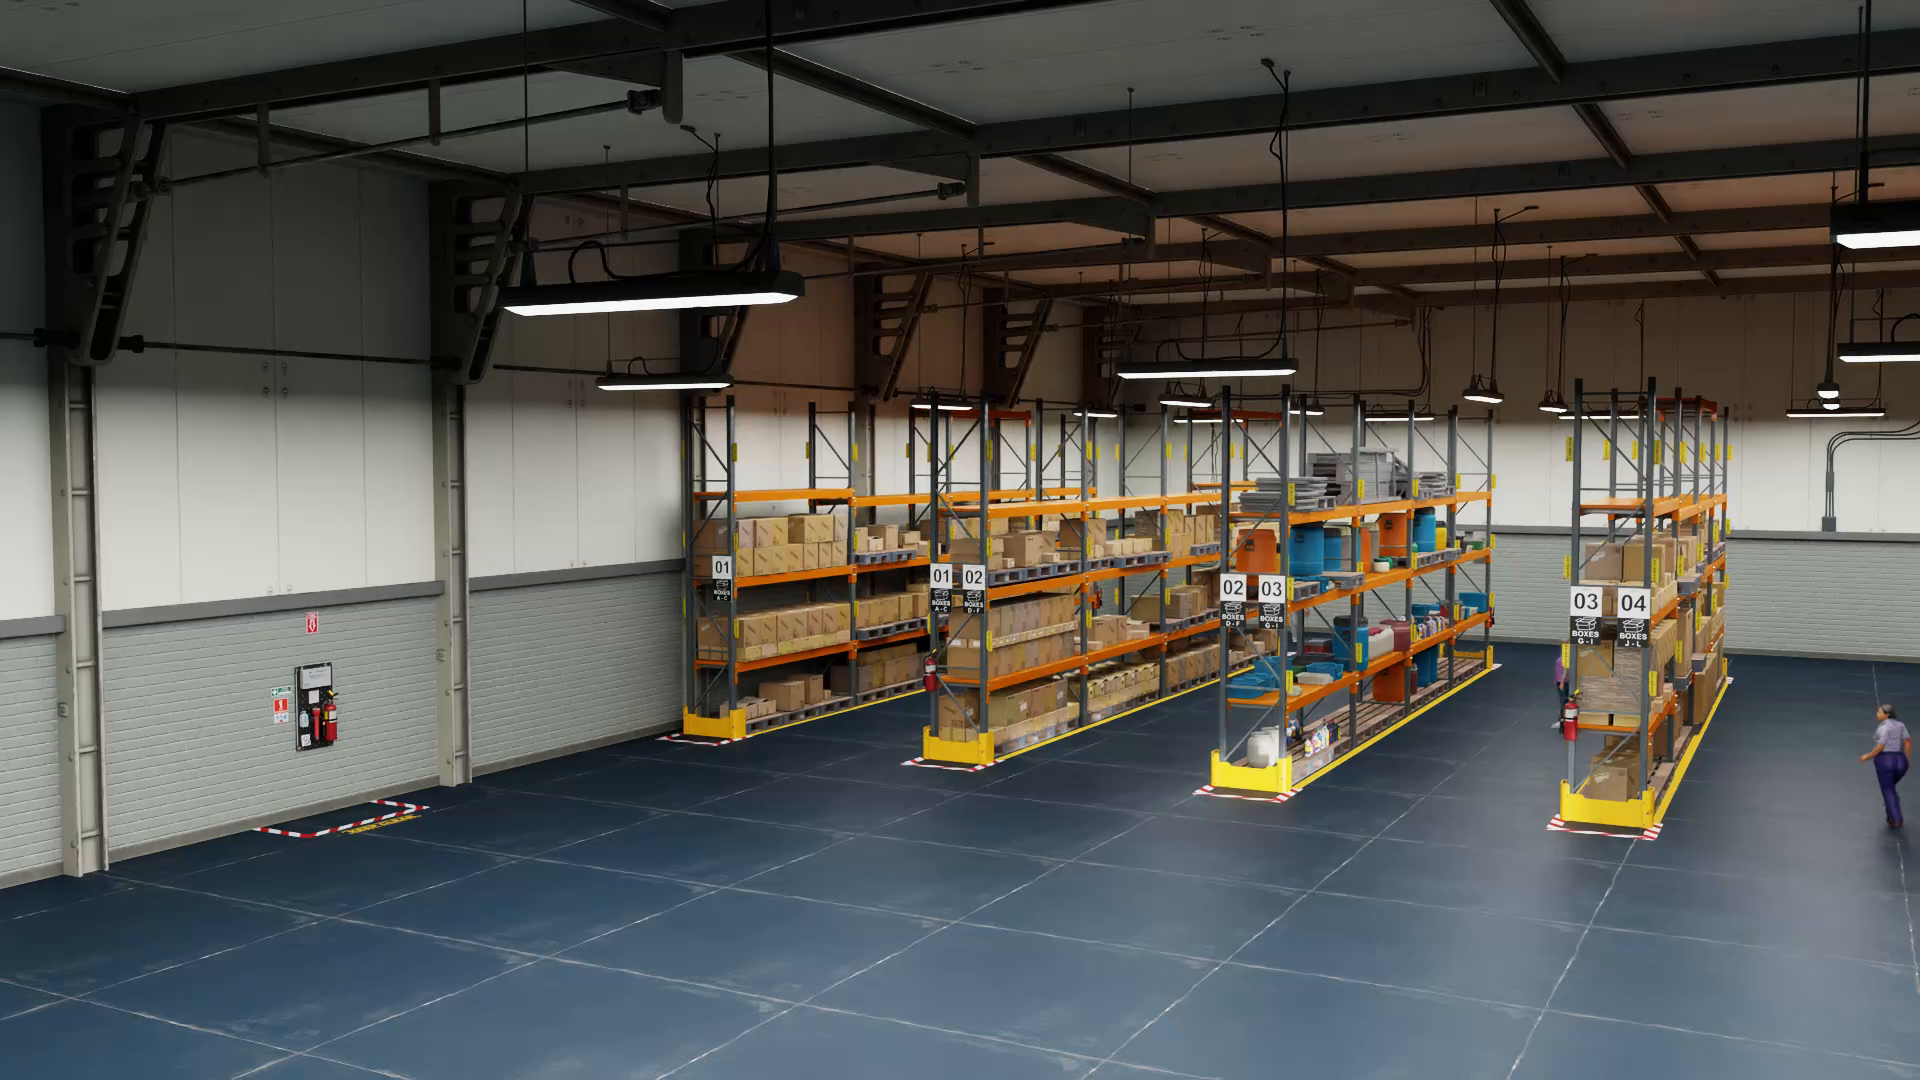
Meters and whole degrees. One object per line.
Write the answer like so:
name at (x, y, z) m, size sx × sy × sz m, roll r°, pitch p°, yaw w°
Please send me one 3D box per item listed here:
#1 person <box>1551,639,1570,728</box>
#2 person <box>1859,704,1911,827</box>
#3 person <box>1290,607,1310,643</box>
person at (11.018, 2.616, 30.390) m, size 0.484 × 1.616 × 0.429 m, roll 0°, pitch 3°, yaw -3°
person at (12.518, 3.064, 22.338) m, size 0.601 × 1.711 × 0.566 m, roll 0°, pitch 3°, yaw -7°
person at (8.869, 1.843, 43.532) m, size 0.602 × 1.770 × 0.539 m, roll 1°, pitch 3°, yaw 15°
